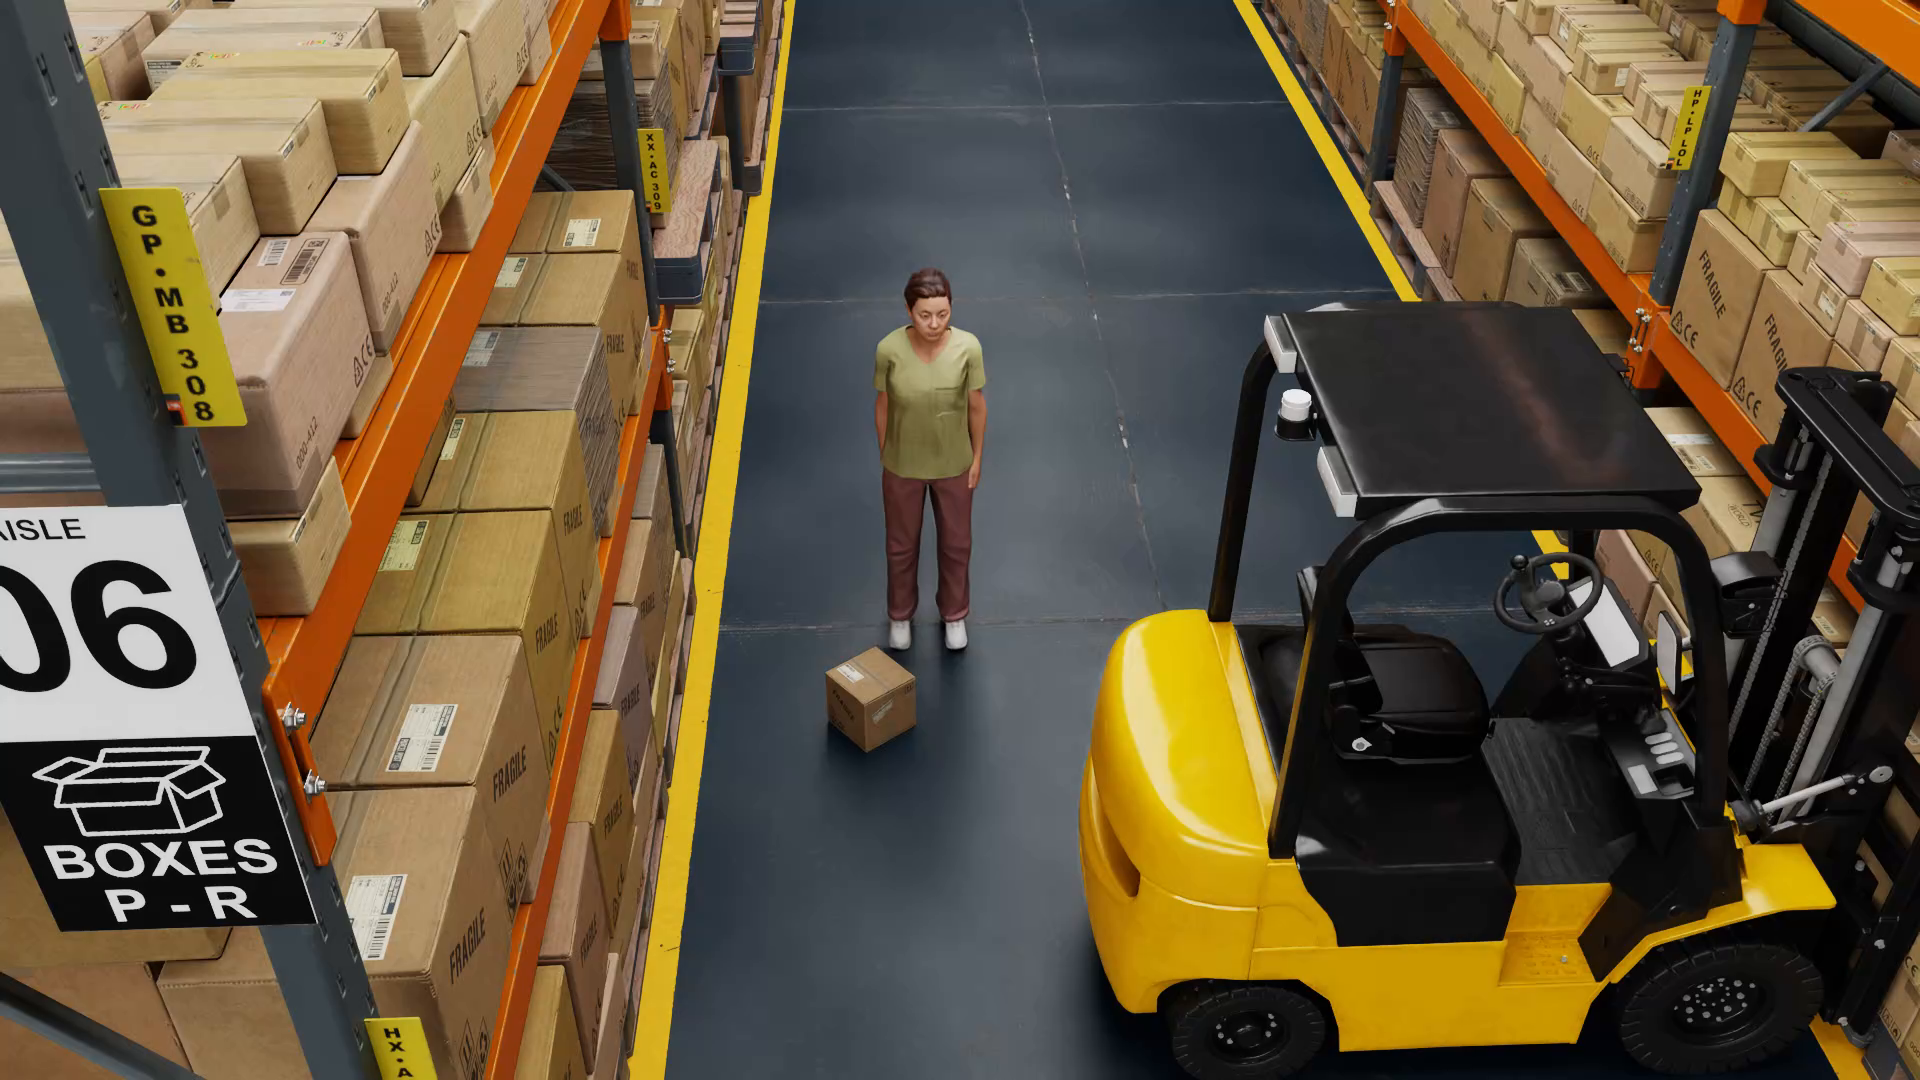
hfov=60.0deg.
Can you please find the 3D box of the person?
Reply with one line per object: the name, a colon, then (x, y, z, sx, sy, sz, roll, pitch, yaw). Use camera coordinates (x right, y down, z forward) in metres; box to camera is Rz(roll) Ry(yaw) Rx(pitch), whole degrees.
person: (-0.116, -0.307, 6.586, 0.441, 1.672, 0.359, -1, 35, -1)
